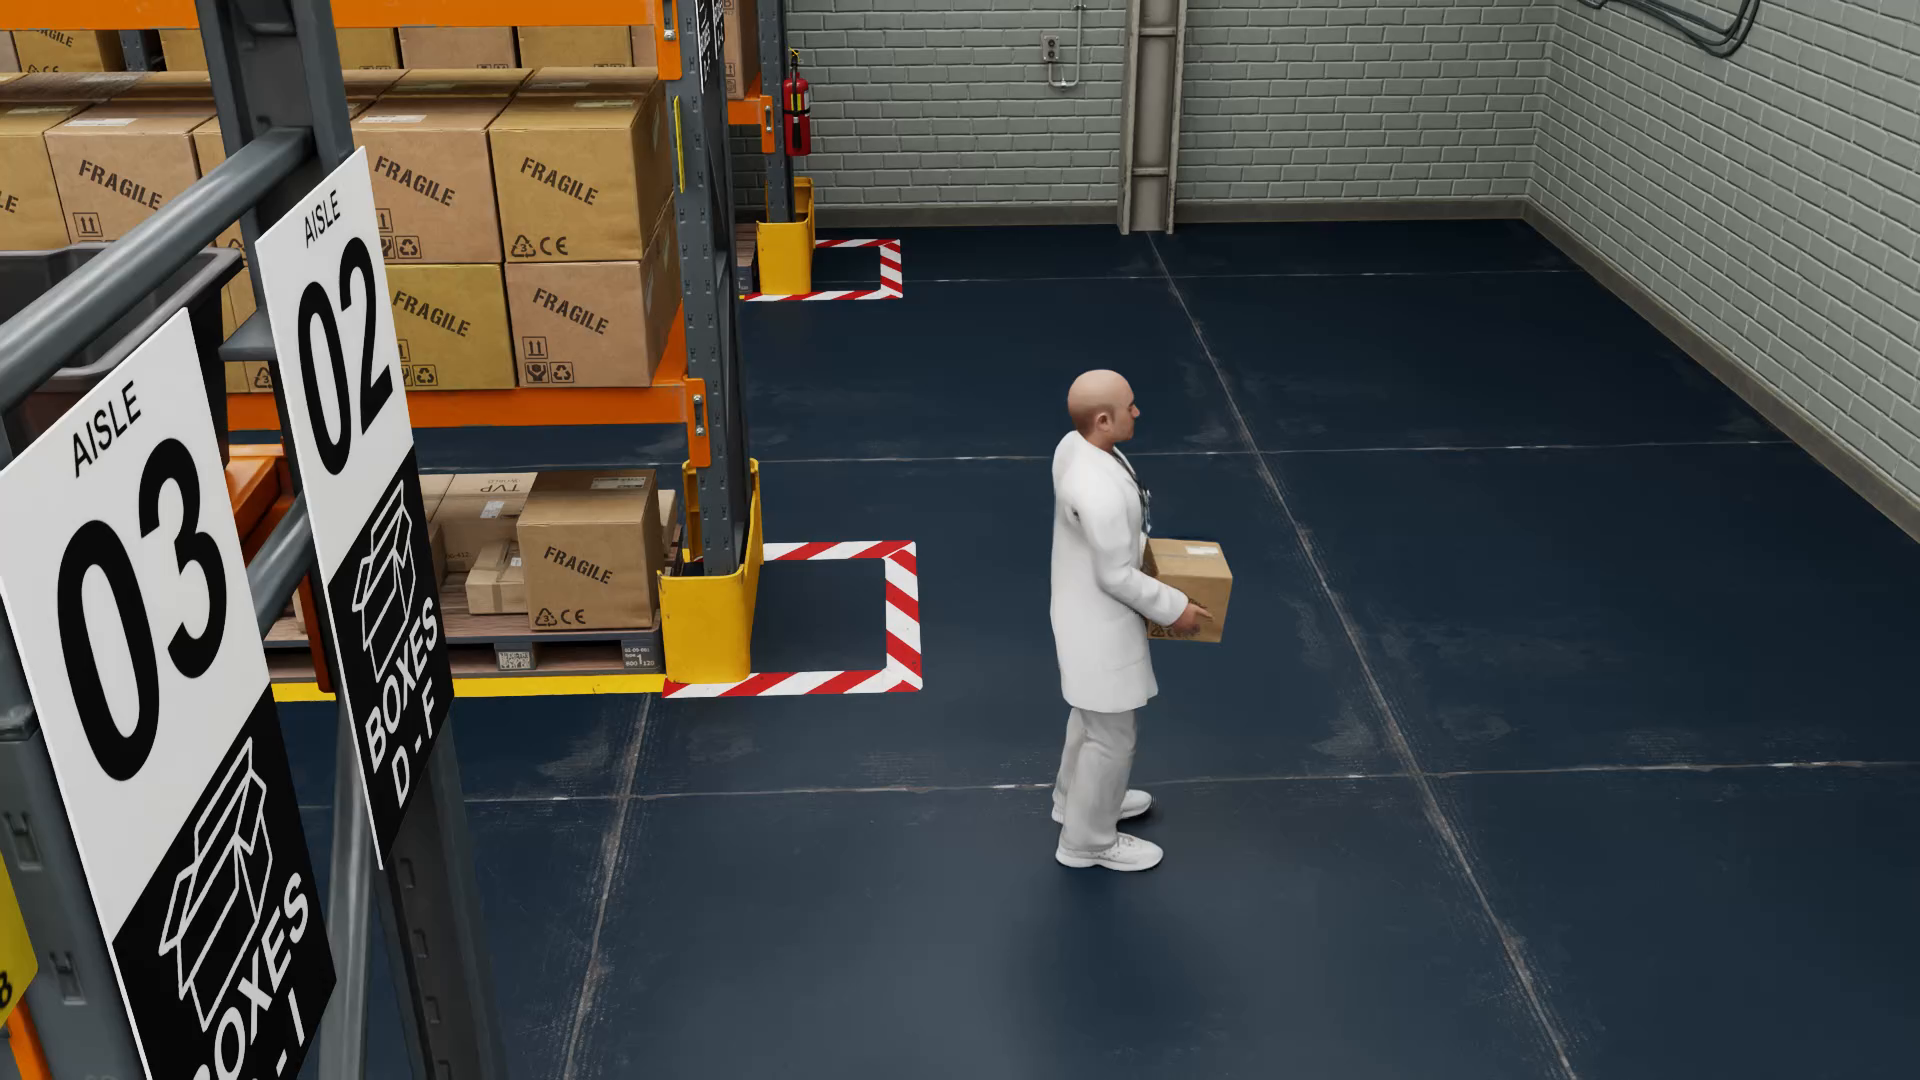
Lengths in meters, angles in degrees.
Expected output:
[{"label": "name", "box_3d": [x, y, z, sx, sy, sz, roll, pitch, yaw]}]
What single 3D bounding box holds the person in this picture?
[{"label": "person", "box_3d": [0.563, 0.267, 5.607, 0.517, 1.782, 0.559, -2, 27, -3]}]
